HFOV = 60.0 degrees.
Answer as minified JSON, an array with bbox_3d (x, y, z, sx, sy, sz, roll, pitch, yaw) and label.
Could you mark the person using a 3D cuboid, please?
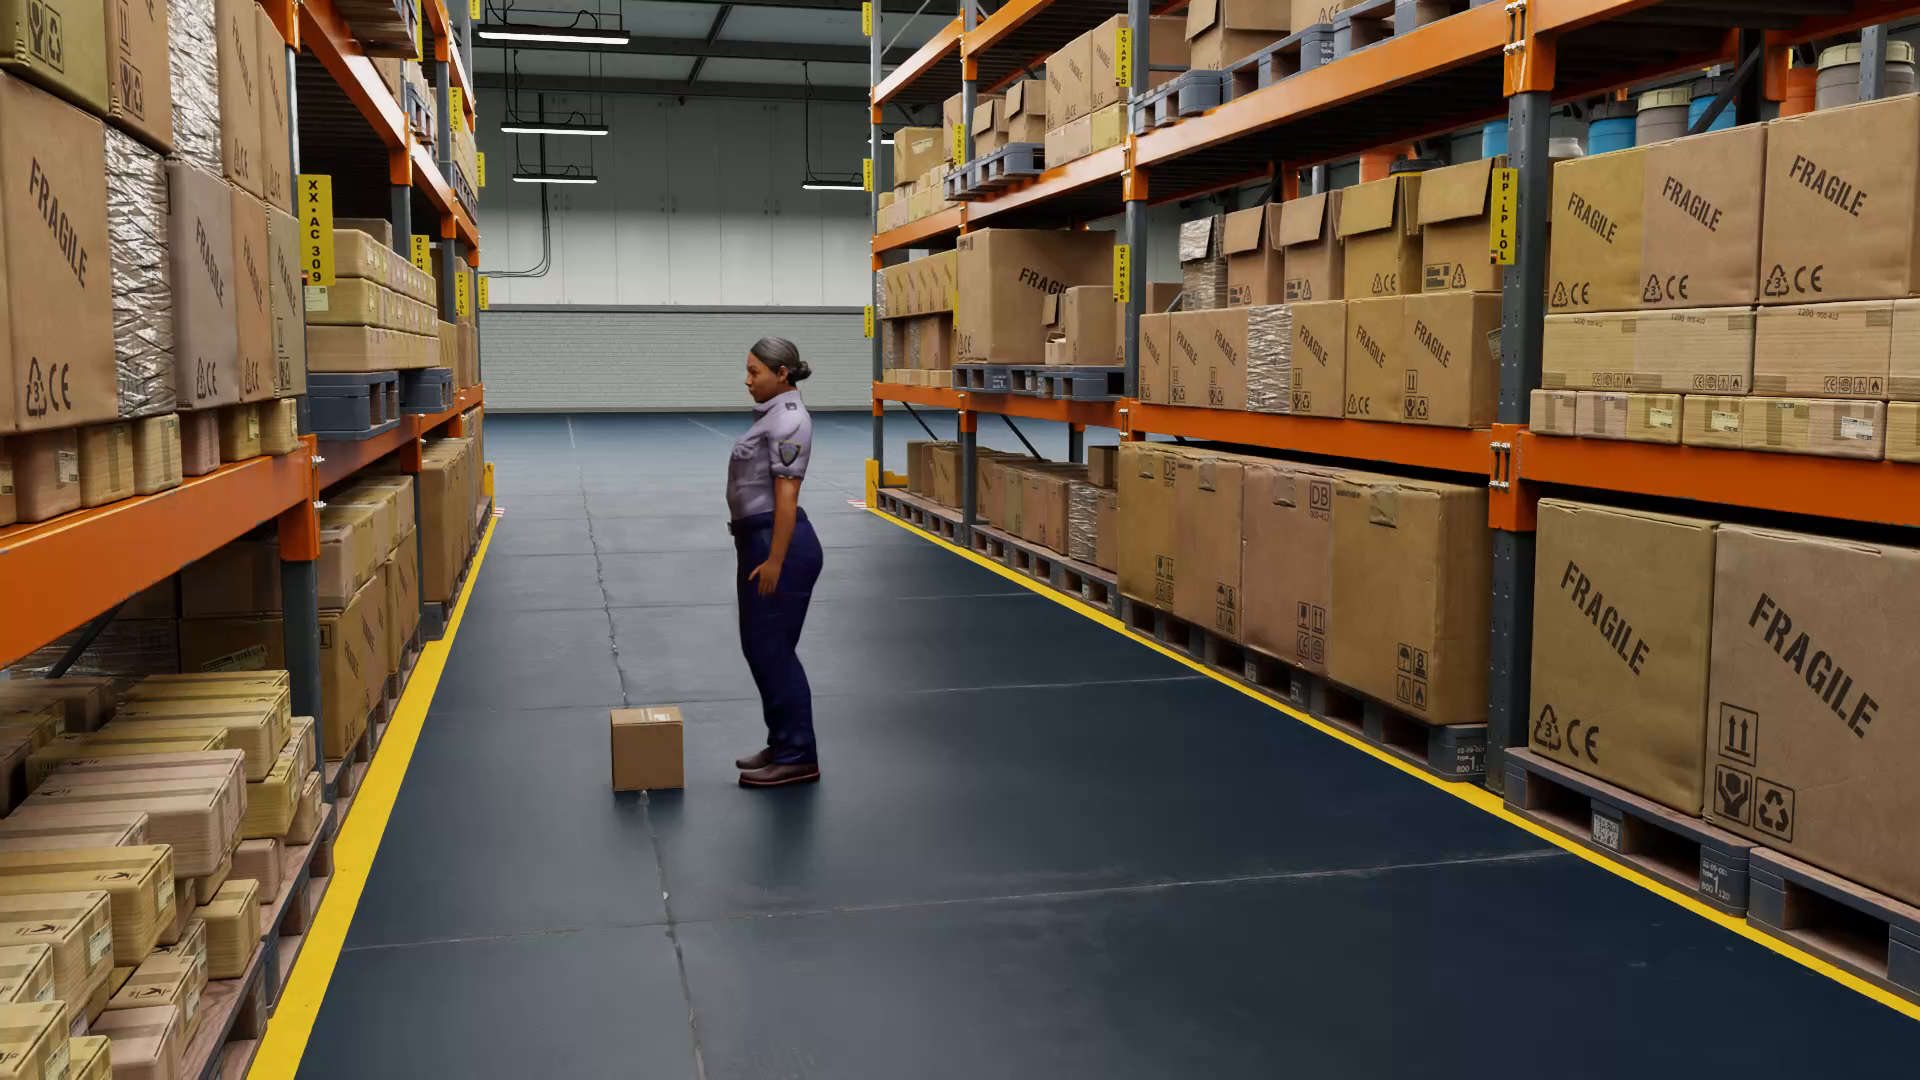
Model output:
[{"bbox_3d":[-0.685,0.084,6.148,0.341,1.641,0.470,-1,6,-13],"label":"person"}]
